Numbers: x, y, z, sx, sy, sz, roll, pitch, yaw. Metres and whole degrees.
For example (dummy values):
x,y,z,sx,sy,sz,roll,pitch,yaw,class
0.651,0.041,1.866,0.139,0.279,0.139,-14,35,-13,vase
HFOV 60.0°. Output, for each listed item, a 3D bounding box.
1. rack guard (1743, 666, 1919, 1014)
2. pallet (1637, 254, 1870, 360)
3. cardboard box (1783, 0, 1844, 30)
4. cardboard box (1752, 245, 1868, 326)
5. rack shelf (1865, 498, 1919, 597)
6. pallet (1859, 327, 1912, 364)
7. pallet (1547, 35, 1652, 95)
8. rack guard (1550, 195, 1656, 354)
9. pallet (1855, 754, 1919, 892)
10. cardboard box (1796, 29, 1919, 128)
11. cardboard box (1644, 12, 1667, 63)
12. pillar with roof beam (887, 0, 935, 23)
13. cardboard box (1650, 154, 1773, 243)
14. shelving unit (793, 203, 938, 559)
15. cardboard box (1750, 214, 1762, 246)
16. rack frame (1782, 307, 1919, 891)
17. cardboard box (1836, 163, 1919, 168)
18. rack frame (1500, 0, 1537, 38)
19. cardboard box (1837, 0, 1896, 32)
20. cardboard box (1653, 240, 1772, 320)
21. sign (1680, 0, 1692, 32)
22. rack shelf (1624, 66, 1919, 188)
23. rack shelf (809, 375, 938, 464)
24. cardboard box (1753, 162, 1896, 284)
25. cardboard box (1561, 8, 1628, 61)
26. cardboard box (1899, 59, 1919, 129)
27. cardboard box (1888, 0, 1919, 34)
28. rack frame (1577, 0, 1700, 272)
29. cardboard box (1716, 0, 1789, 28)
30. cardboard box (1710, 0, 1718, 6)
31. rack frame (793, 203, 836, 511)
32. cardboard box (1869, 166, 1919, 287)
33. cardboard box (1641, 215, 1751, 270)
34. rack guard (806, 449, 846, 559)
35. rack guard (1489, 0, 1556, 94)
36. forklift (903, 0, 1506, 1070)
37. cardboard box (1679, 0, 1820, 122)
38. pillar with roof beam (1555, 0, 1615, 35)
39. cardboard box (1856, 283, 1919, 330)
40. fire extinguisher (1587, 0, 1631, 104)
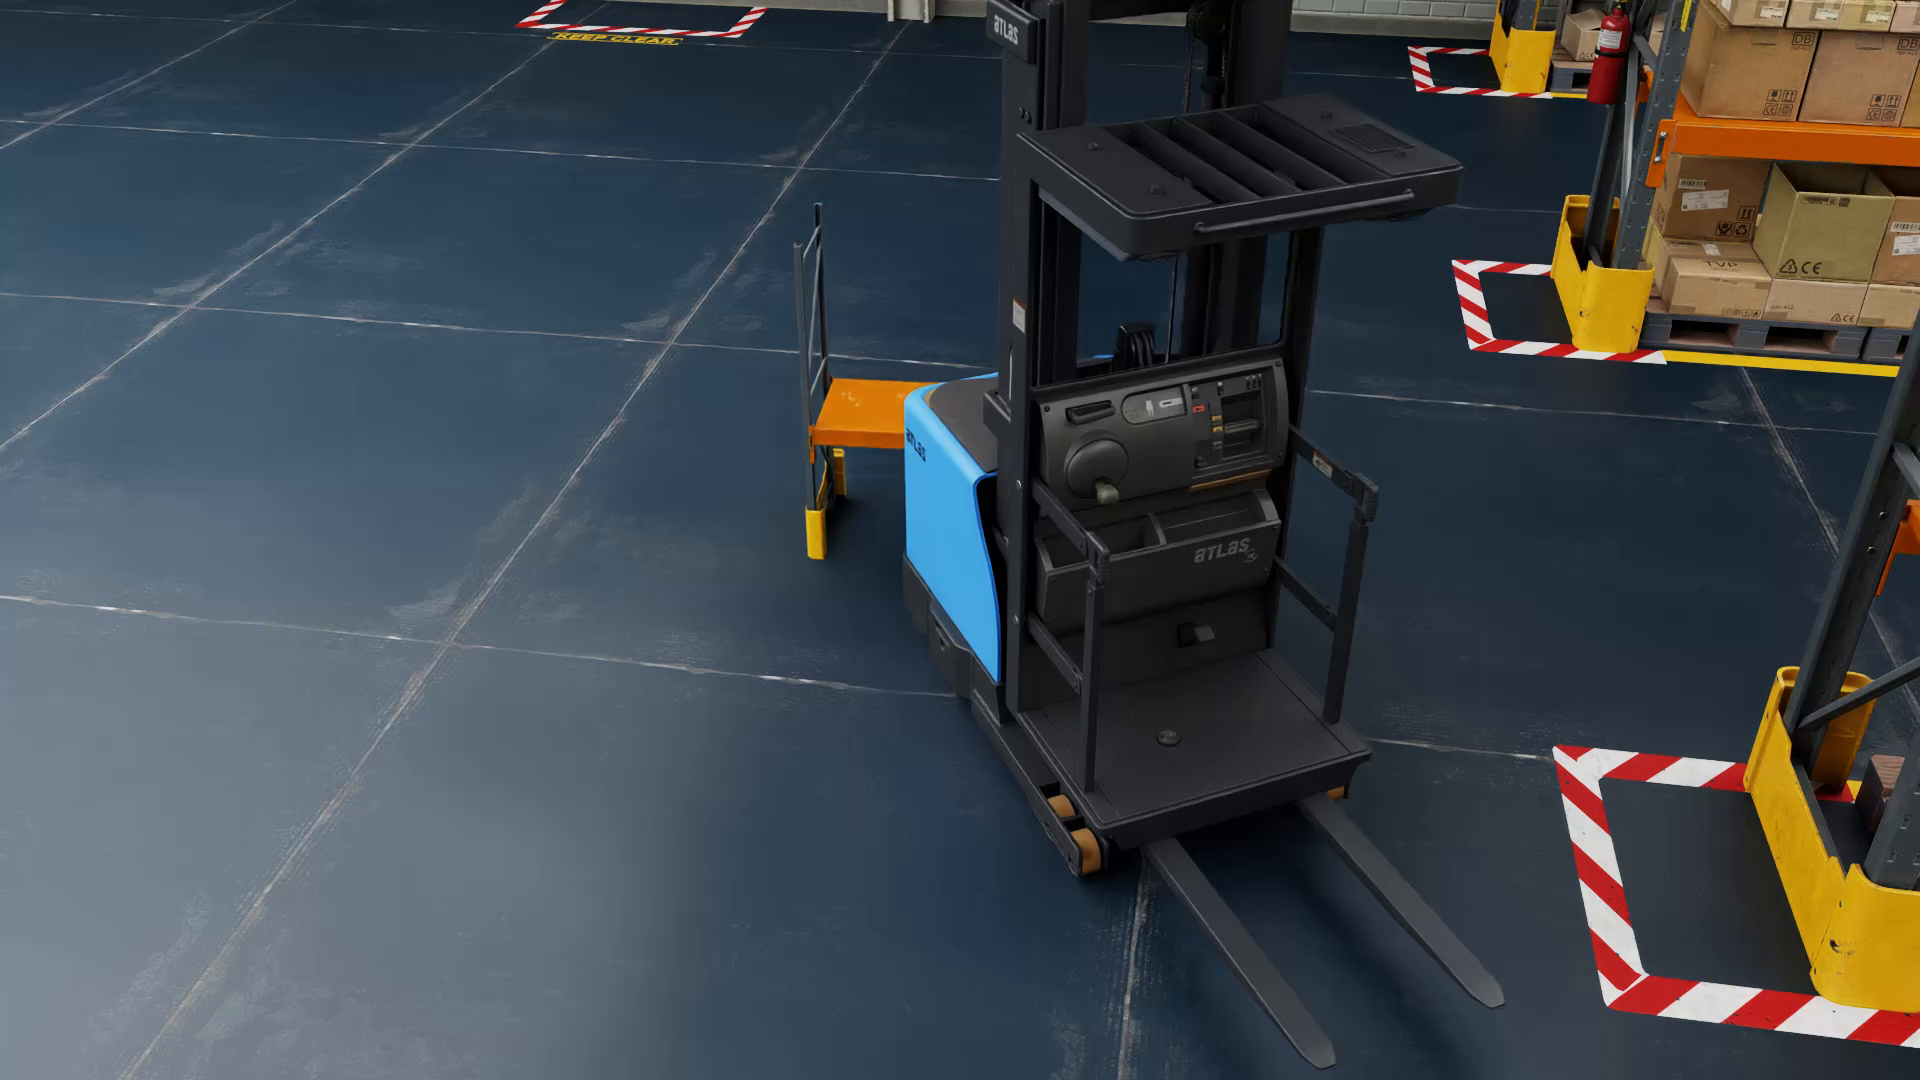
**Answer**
x,y,z,sx,sy,sz,roll,pitch,yaw,class
3.044,0.990,5.698,0.348,0.500,1.175,5,32,8,rack guard
4.559,-1.414,9.810,1.213,0.211,1.003,5,32,8,pallet
4.409,-2.790,8.674,0.250,0.149,0.380,4,32,7,cardboard box
4.783,-1.448,9.432,0.500,0.250,0.500,5,32,8,cardboard box
4.933,0.431,4.912,4.000,0.370,1.077,5,32,8,rack shelf
5.758,-1.304,9.634,1.213,0.211,1.003,5,32,8,pallet
5.498,-3.954,13.868,1.213,0.211,1.003,5,32,8,pallet
3.774,-1.585,9.811,0.348,0.500,1.175,5,32,8,rack guard
3.844,1.187,5.654,1.213,0.211,1.003,5,32,8,pallet
4.775,-2.592,8.970,0.500,0.500,0.700,6,33,9,cardboard box
5.857,-4.121,13.625,0.500,0.311,0.500,8,33,12,cardboard box
-1.175,-6.450,9.574,0.400,9.000,9.100,5,32,8,pillar with roof beam
4.377,-2.081,9.736,0.500,0.500,0.500,5,32,8,cardboard box
-0.131,-0.678,7.419,1.083,1.500,0.587,3,32,5,shelving unit
4.871,-1.723,9.872,0.500,0.250,0.500,5,32,8,cardboard box
2.961,-0.052,5.006,0.127,3.000,1.000,5,32,8,rack frame
5.365,-1.999,9.605,0.500,0.500,0.500,5,32,8,cardboard box
4.628,-5.234,13.284,0.127,3.000,1.000,5,32,8,rack frame
4.655,-2.767,8.638,0.250,0.149,0.380,5,32,8,cardboard box
4.289,-1.491,9.500,0.500,0.250,0.500,5,32,8,cardboard box
3.699,-2.753,8.431,0.005,0.325,0.100,5,32,8,sign
5.770,-2.159,9.050,4.000,0.370,1.077,5,32,8,rack shelf
-0.140,-0.526,7.515,1.000,0.185,0.538,3,32,5,rack shelf
4.782,-1.765,9.231,0.500,0.500,0.500,5,32,8,cardboard box
5.295,-4.171,13.707,0.500,0.311,0.500,2,32,3,cardboard box
5.263,-2.545,8.894,0.500,0.500,0.700,5,32,9,cardboard box
4.903,-2.743,8.600,0.250,0.149,0.380,5,32,7,cardboard box
3.798,-2.642,9.144,0.127,3.000,1.000,5,32,8,rack frame
4.149,-2.812,8.710,0.250,0.149,0.380,5,32,8,cardboard box
4.207,-3.025,9.050,0.250,0.149,0.380,5,32,7,cardboard box
-0.645,-0.707,7.467,0.032,1.500,0.500,3,32,5,rack frame
5.278,-1.727,9.171,0.500,0.500,0.500,5,32,8,cardboard box
4.376,-1.762,9.933,0.500,0.250,0.500,5,32,8,cardboard box
-0.626,-0.177,7.796,0.087,0.250,0.587,3,32,5,rack guard
4.703,-4.167,13.936,0.348,0.500,1.175,5,32,8,rack guard
0.786,-0.316,5.493,1.130,2.935,3.031,-12,34,-19,forklift
4.256,-2.636,9.041,0.500,0.500,0.700,5,32,8,cardboard box
4.739,-5.915,8.718,0.400,9.000,9.100,5,32,8,pillar with roof beam
5.276,-1.403,9.360,0.500,0.250,0.500,5,32,8,cardboard box
3.760,-2.863,9.570,0.183,0.674,0.296,5,32,8,fire extinguisher
